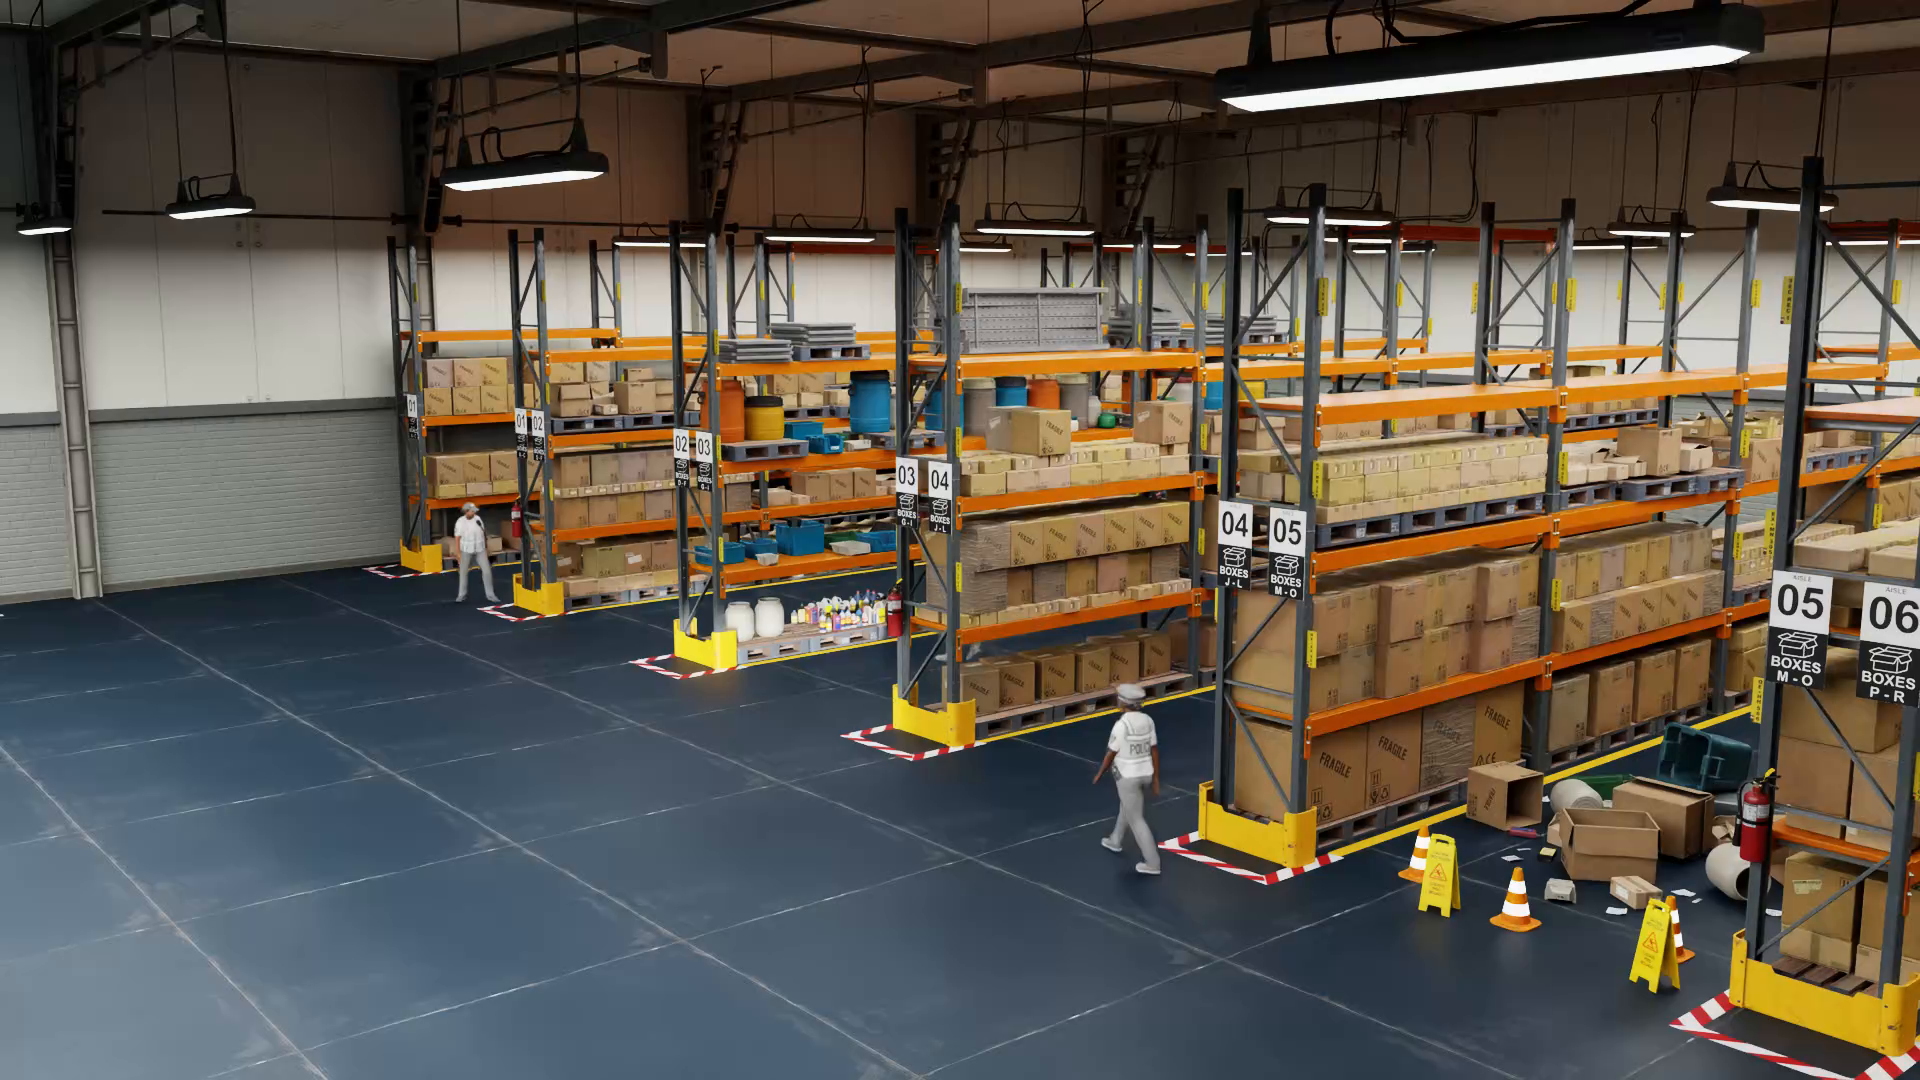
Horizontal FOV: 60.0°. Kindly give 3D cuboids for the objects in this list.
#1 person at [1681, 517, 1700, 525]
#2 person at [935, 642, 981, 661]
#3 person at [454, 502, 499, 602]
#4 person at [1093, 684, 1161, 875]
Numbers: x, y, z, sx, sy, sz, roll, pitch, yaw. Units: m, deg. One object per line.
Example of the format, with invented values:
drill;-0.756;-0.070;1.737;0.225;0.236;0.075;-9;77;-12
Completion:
person;11.127;0.455;25.448;0.554;1.633;0.951;8;12;43
person;-0.015;0.693;21.614;0.406;1.855;0.650;8;12;40
person;-7.943;0.209;27.198;0.667;1.700;0.510;-5;10;-29
person;1.479;2.090;14.778;0.502;1.625;0.919;-8;12;-42
